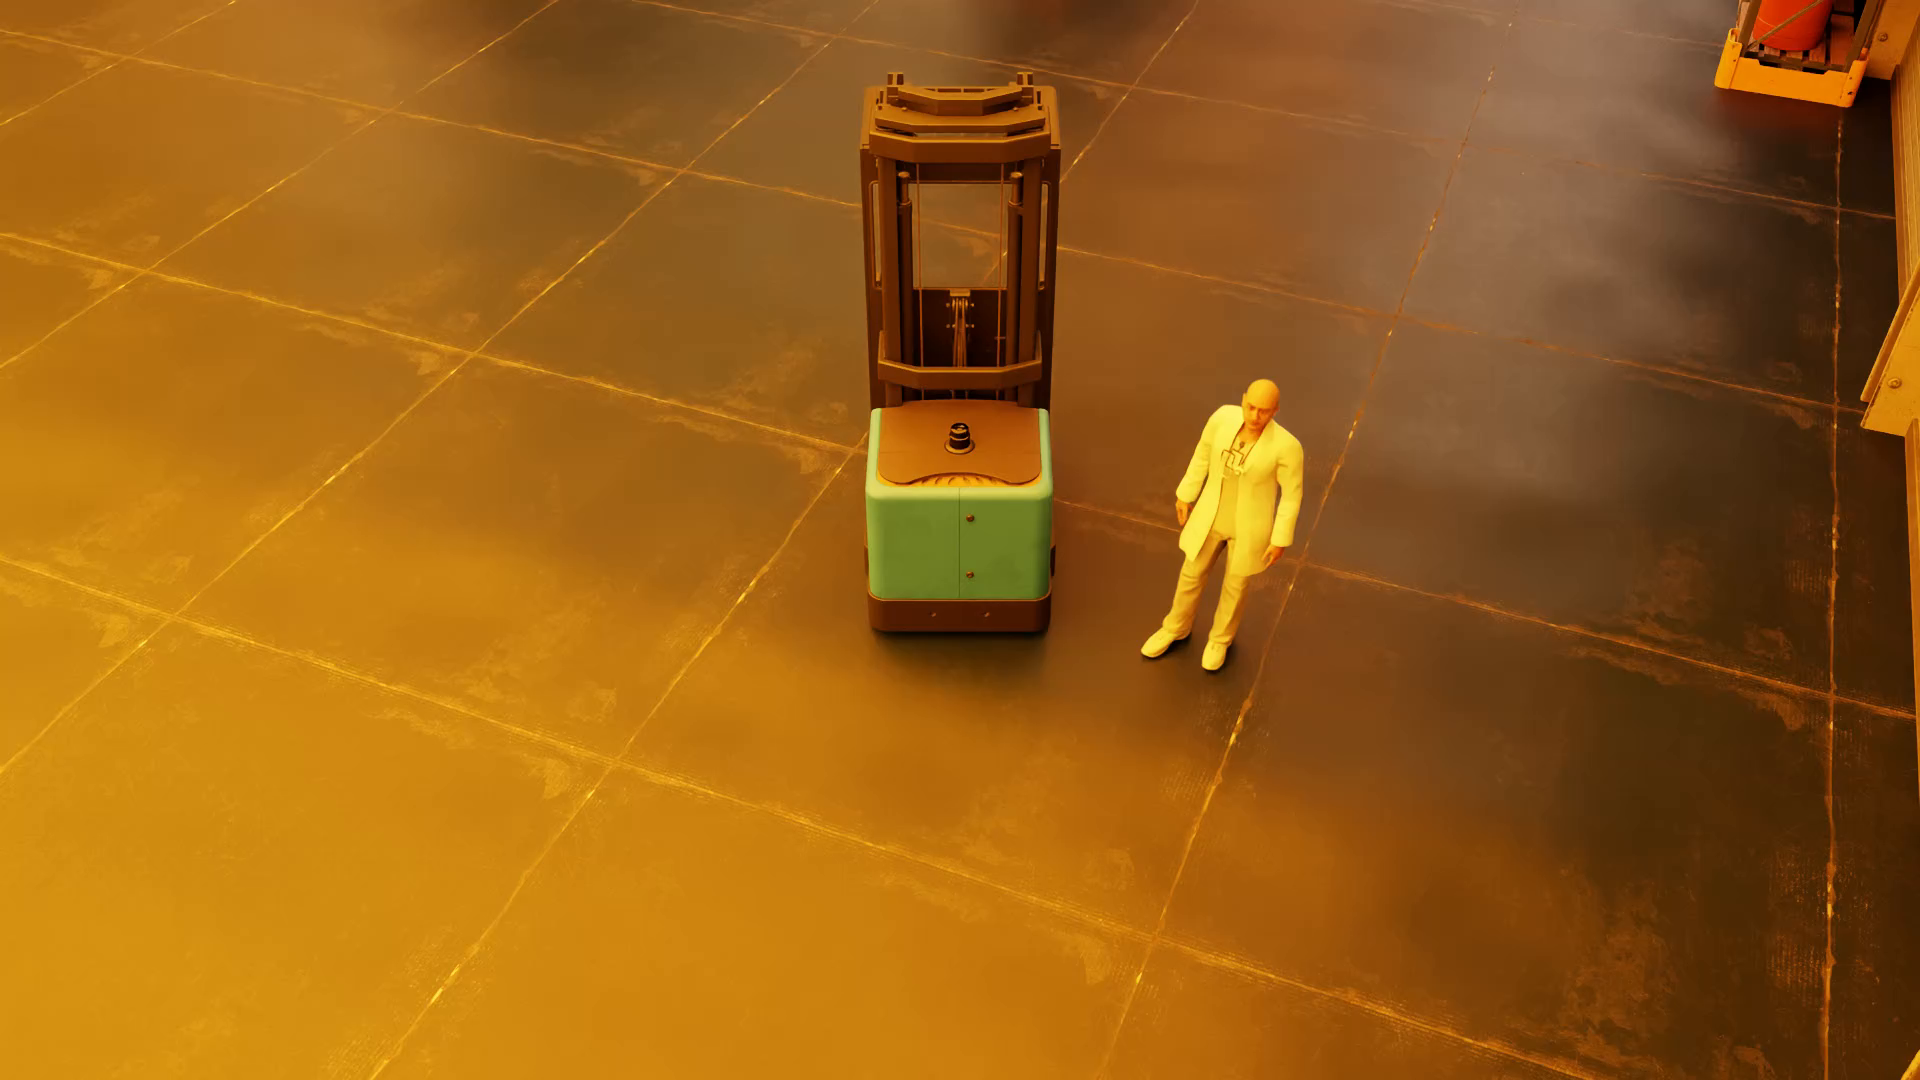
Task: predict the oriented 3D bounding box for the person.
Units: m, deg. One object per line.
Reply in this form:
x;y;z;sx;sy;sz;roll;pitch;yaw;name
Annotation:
1.435;-0.051;8.957;0.702;1.780;0.564;24;46;26;person

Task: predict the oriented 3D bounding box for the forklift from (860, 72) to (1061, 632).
0.002;-1.515;9.816;1.130;2.935;3.031;0;40;0;forklift
